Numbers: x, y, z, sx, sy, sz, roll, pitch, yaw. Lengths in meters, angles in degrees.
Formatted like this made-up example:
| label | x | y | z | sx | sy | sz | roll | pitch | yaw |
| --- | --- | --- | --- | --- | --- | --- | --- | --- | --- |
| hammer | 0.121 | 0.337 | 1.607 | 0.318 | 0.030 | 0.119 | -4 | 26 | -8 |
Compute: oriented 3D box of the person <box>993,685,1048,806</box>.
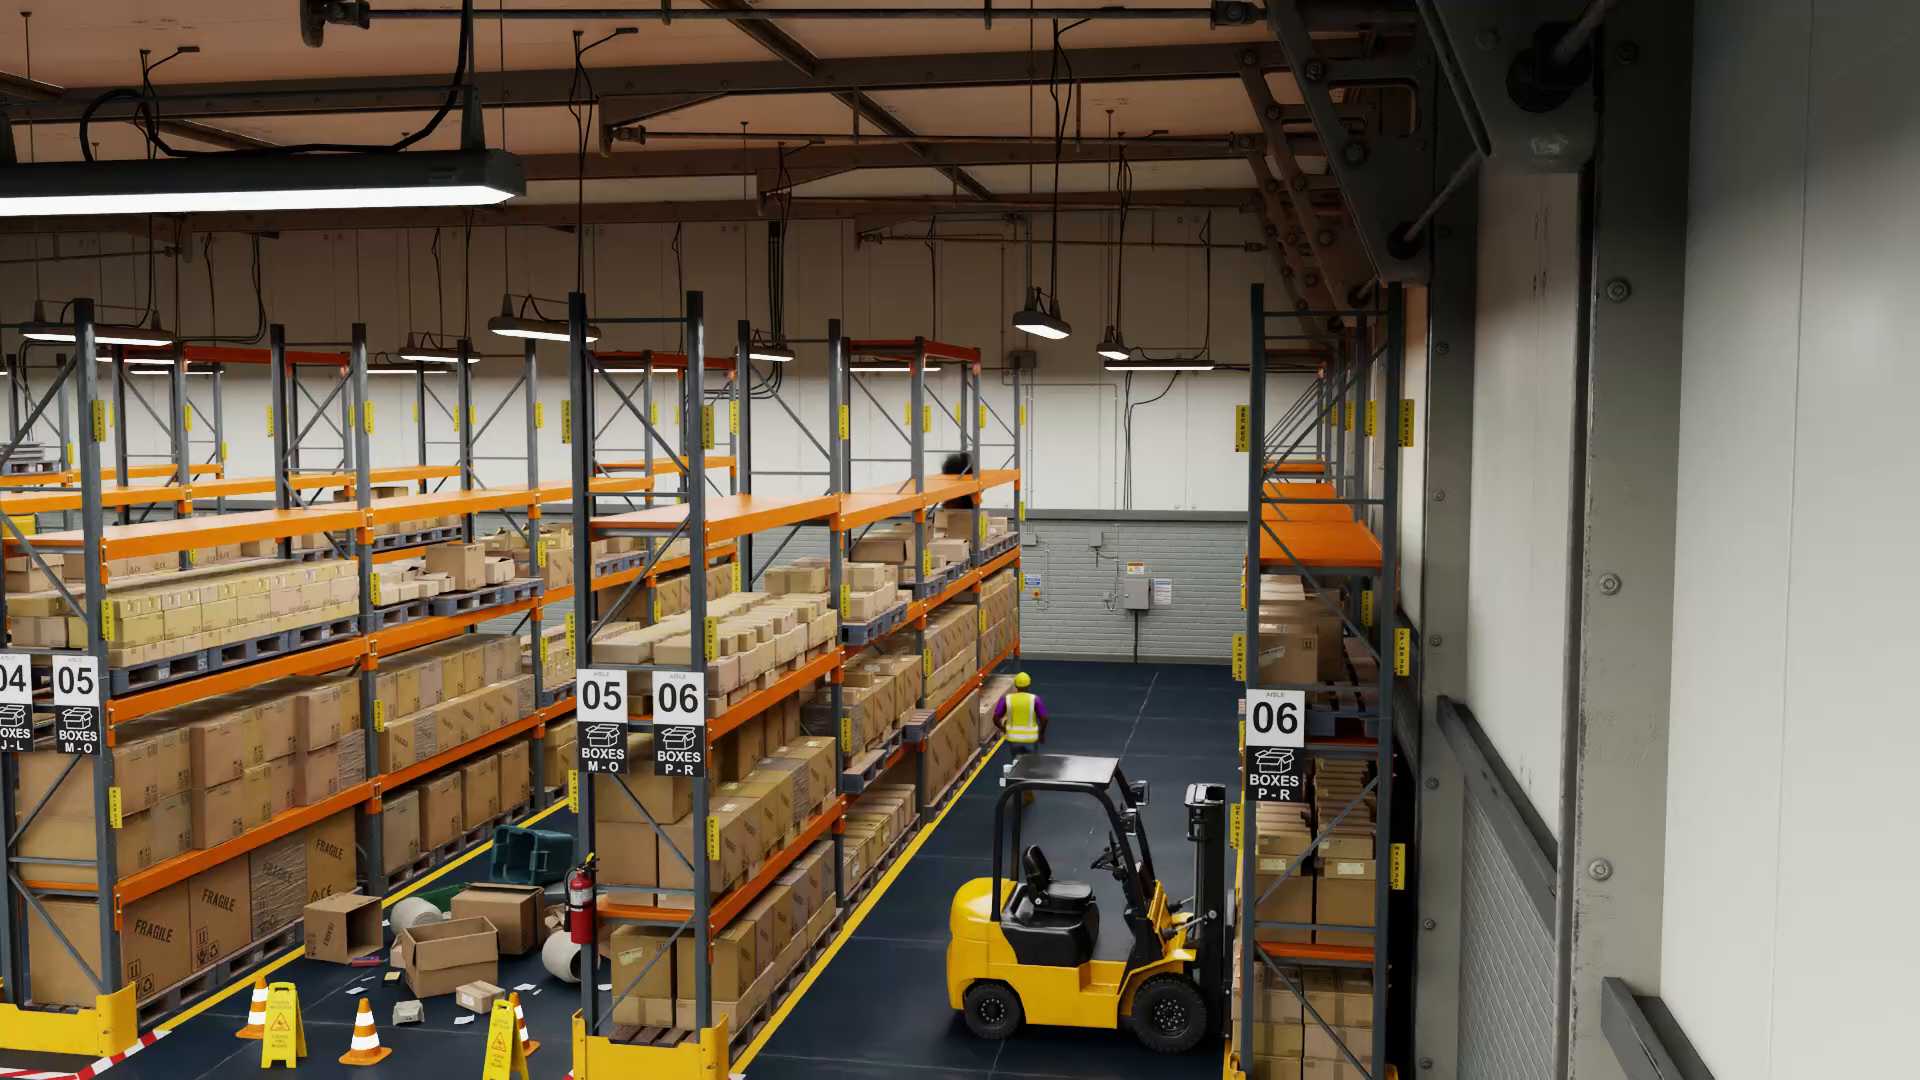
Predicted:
| label | x | y | z | sx | sy | sz | roll | pitch | yaw |
| --- | --- | --- | --- | --- | --- | --- | --- | --- | --- |
| person | 0.783 | 2.600 | 21.469 | 0.718 | 1.697 | 0.577 | 1 | 5 | 10 |
